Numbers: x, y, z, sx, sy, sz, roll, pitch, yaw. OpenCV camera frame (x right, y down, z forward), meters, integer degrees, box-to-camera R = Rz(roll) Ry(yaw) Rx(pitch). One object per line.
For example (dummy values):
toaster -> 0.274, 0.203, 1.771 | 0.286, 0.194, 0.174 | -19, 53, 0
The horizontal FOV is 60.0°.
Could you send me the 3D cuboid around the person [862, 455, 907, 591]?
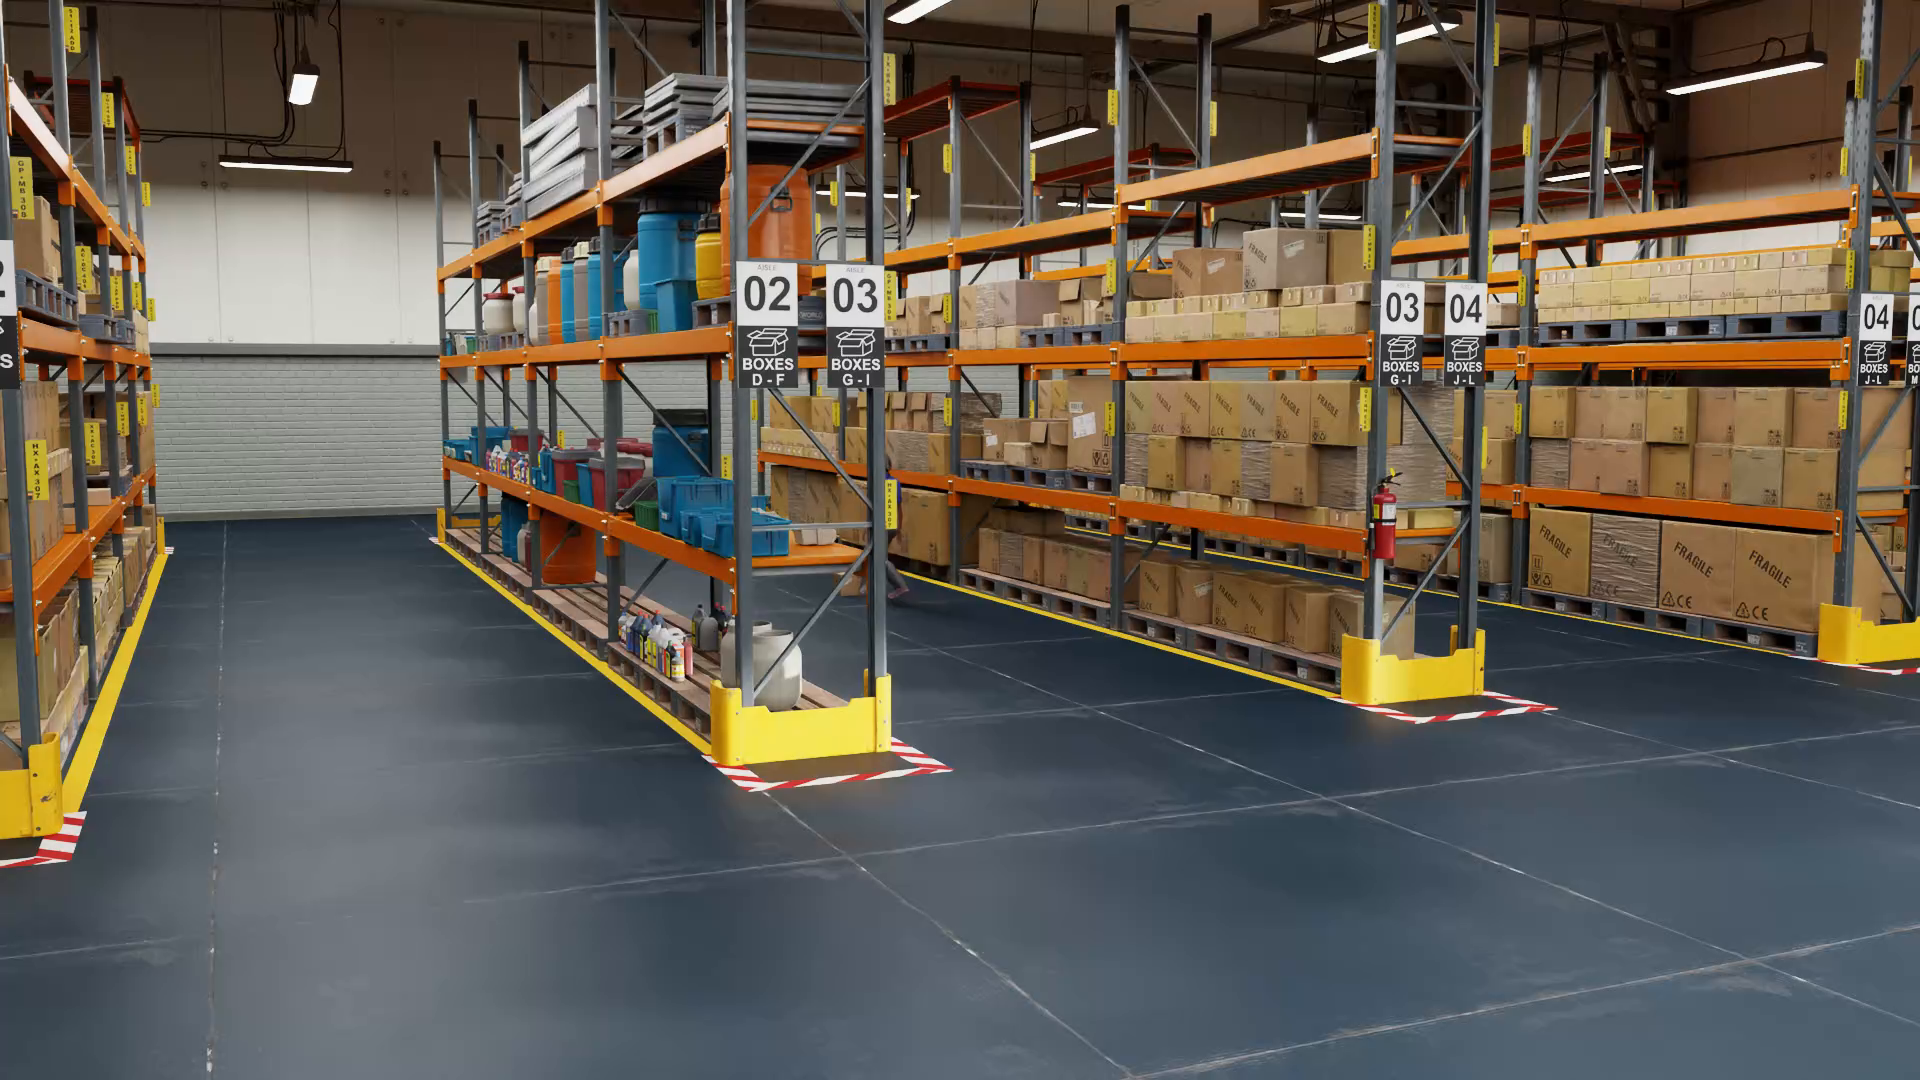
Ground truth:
person -> -0.811, -0.163, 18.390 | 0.737, 1.571, 0.429 | 4, 7, 39
